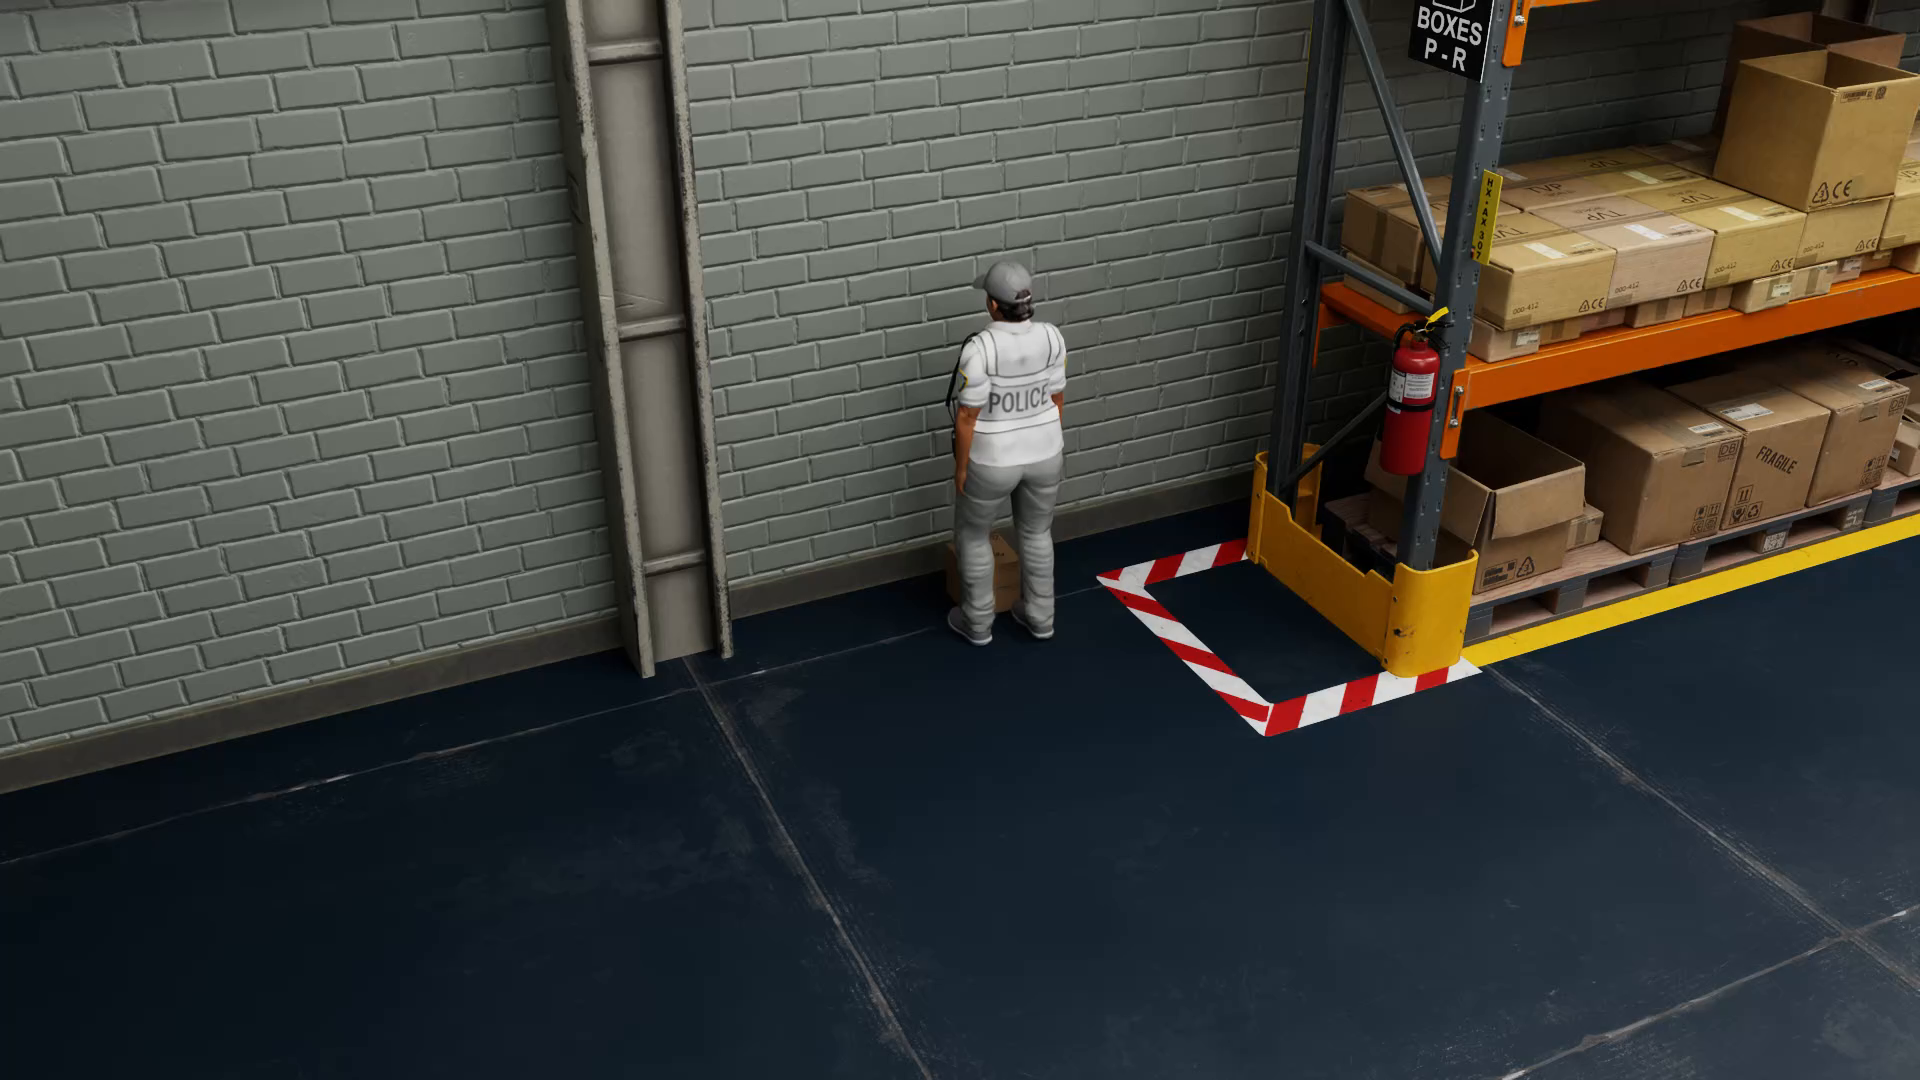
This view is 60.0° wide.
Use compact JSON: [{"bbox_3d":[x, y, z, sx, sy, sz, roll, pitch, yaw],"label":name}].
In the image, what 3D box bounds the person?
[{"bbox_3d":[0.183,-0.335,6.724,0.471,1.658,0.397,-13,32,-21],"label":"person"}]
